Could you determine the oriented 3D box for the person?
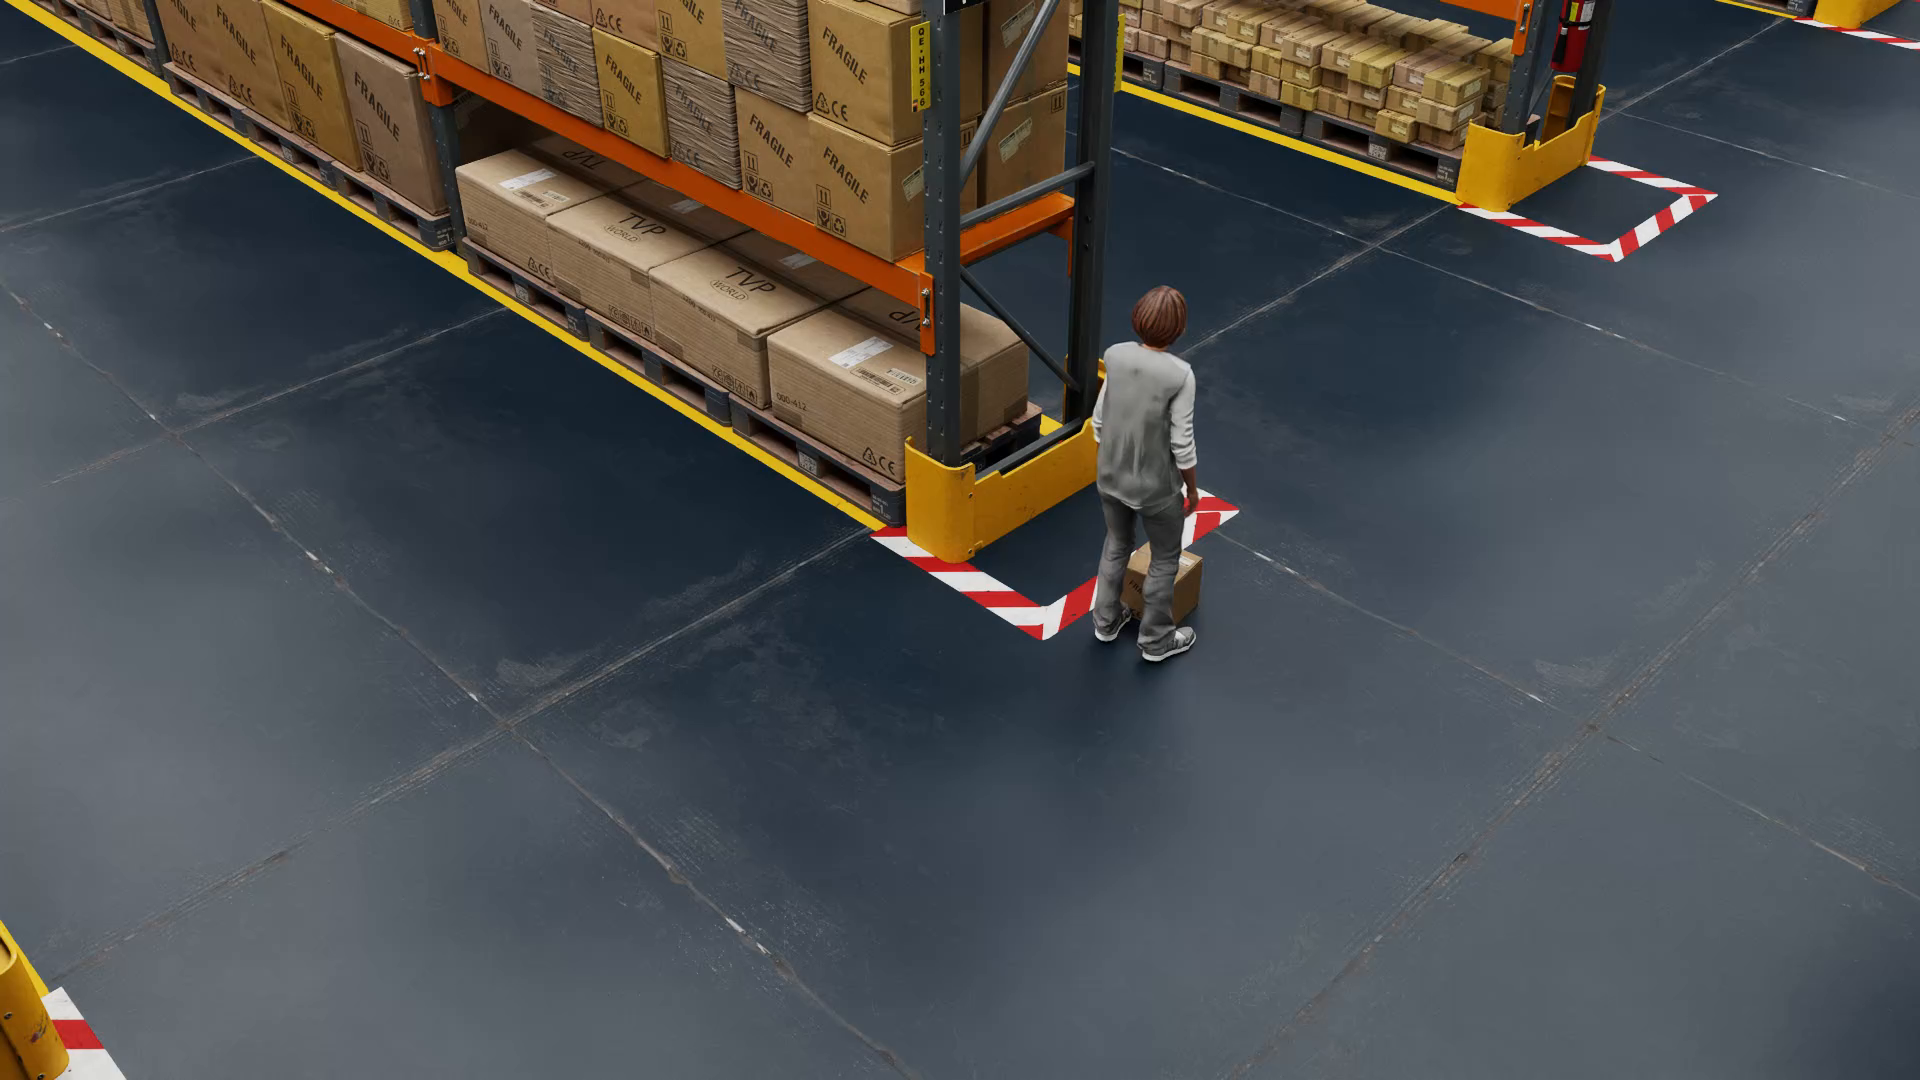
[{"bbox_3d":[0.714,-0.233,6.478,0.462,1.592,0.343,25,43,30],"label":"person"}]
